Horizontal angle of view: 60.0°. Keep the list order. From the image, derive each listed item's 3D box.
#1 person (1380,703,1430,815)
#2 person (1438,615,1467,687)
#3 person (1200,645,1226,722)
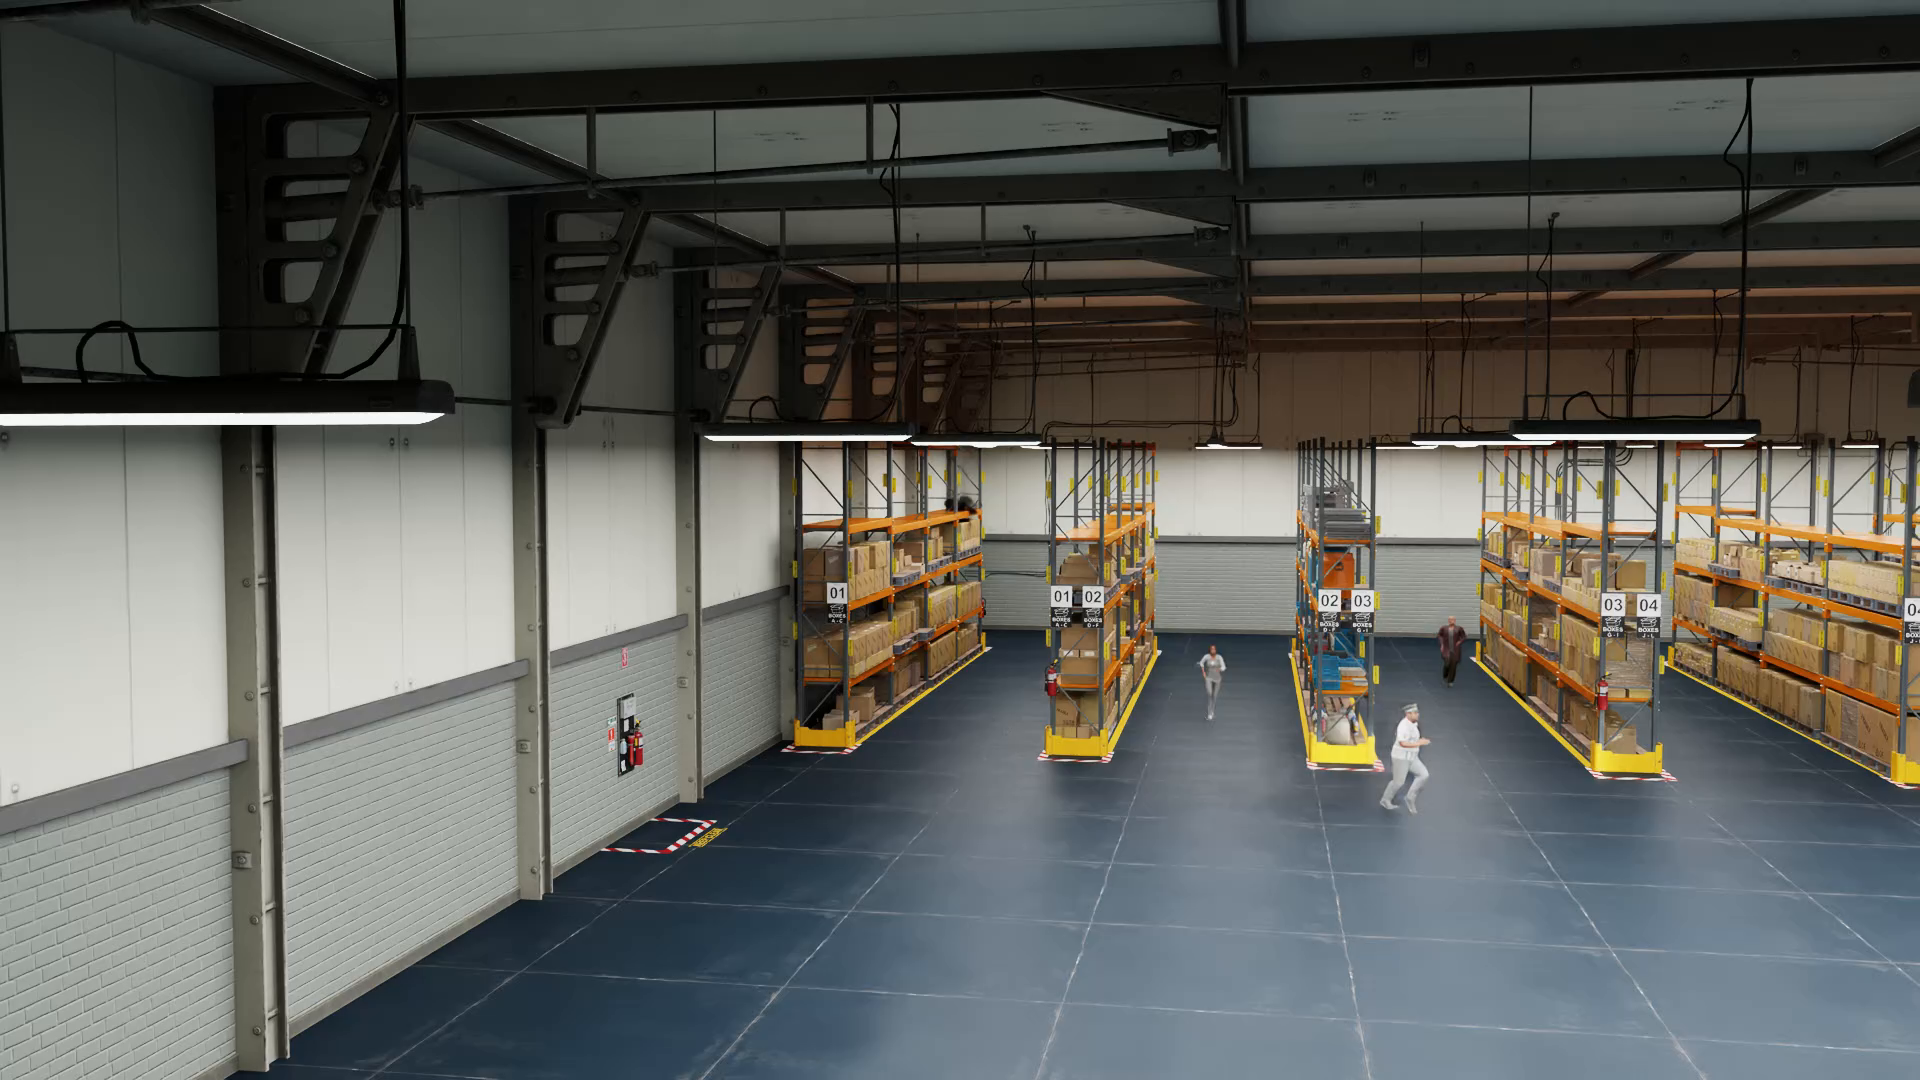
[{"bbox_3d":[7.055,3.453,26.286,0.828,1.789,0.691,2,4,38],"label":"person"},{"bbox_3d":[11.942,2.708,40.384,0.687,1.748,0.659,1,3,19],"label":"person"},{"bbox_3d":[5.433,3.048,35.710,0.510,1.638,0.817,0,3,-1],"label":"person"}]
